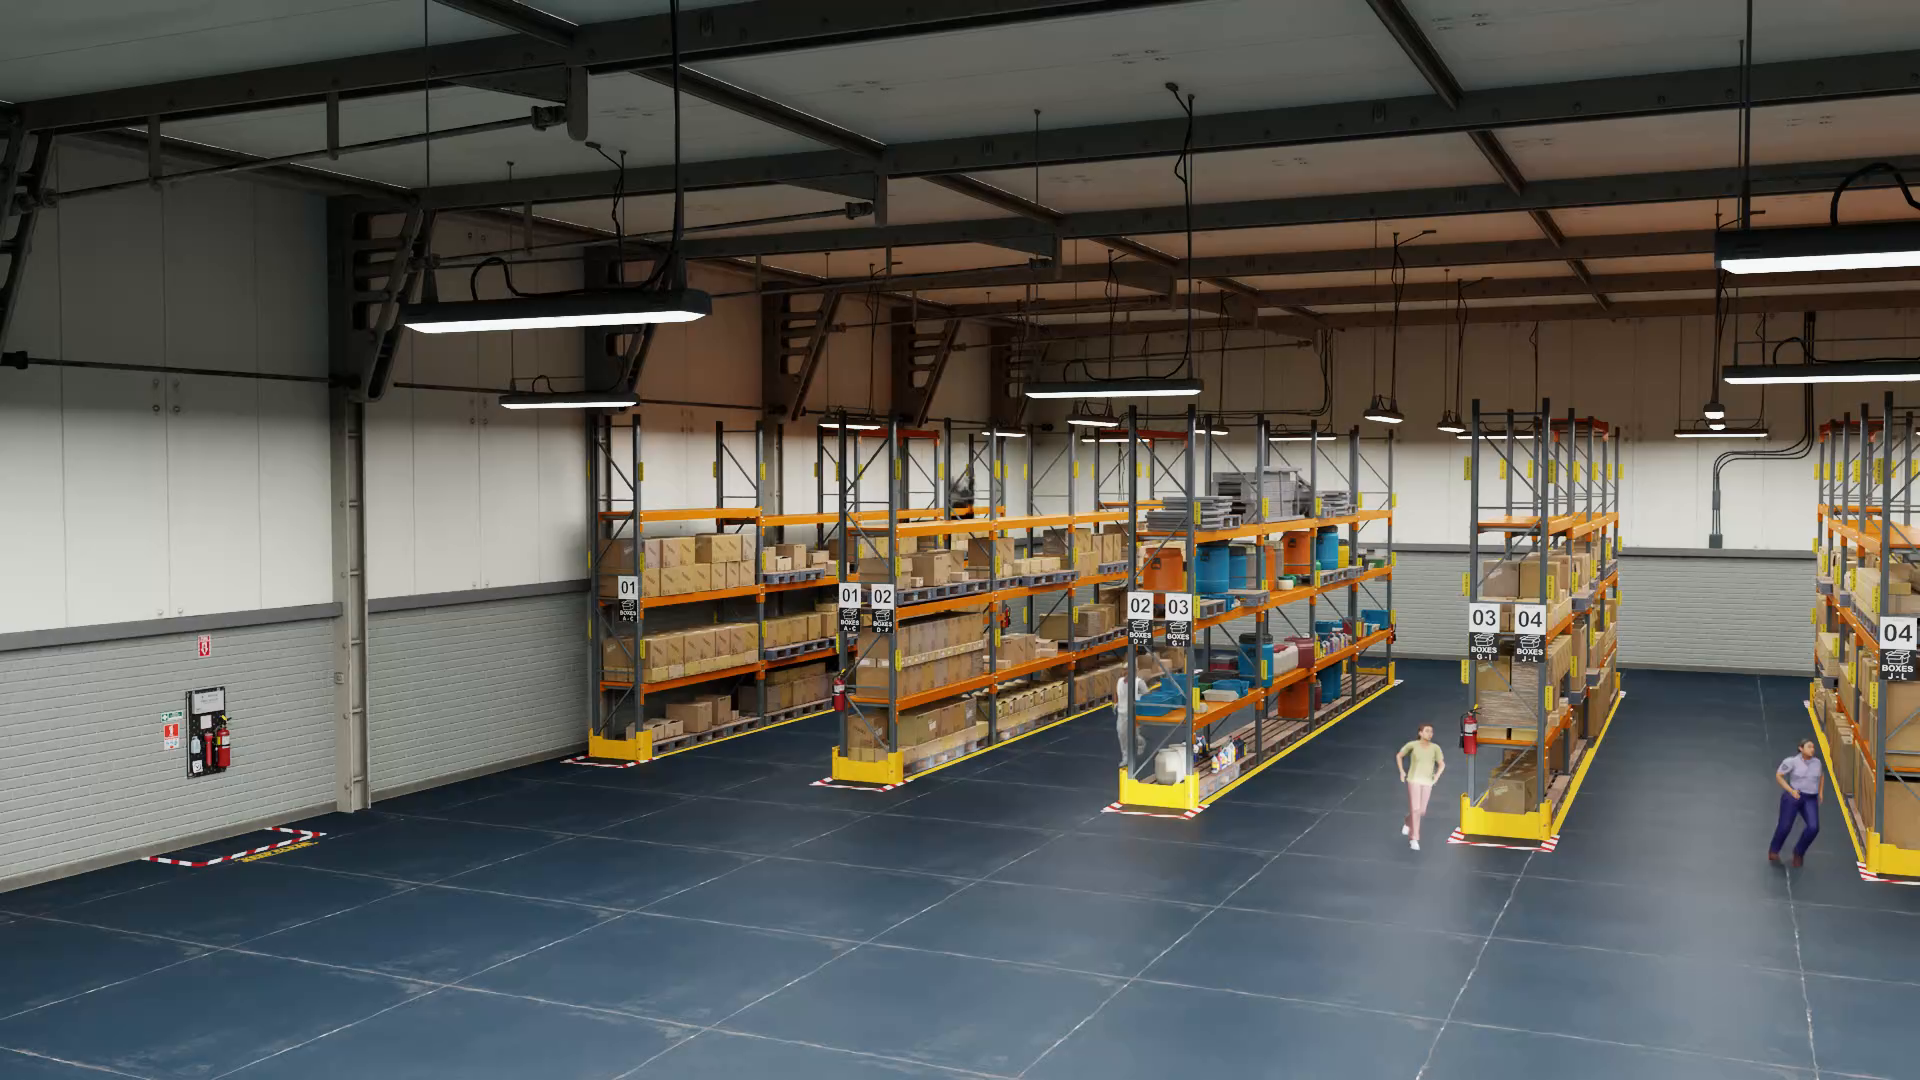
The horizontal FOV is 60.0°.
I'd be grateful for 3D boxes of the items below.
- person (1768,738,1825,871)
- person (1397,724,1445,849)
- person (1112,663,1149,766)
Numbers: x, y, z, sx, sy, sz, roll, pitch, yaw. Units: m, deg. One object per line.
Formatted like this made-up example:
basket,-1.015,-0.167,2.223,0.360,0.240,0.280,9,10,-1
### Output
person,10.697,3.339,21.109,0.687,1.666,0.680,0,2,4
person,6.189,3.276,22.310,0.624,1.640,0.662,0,2,1
person,2.918,2.966,28.444,0.707,1.743,0.678,1,3,28
